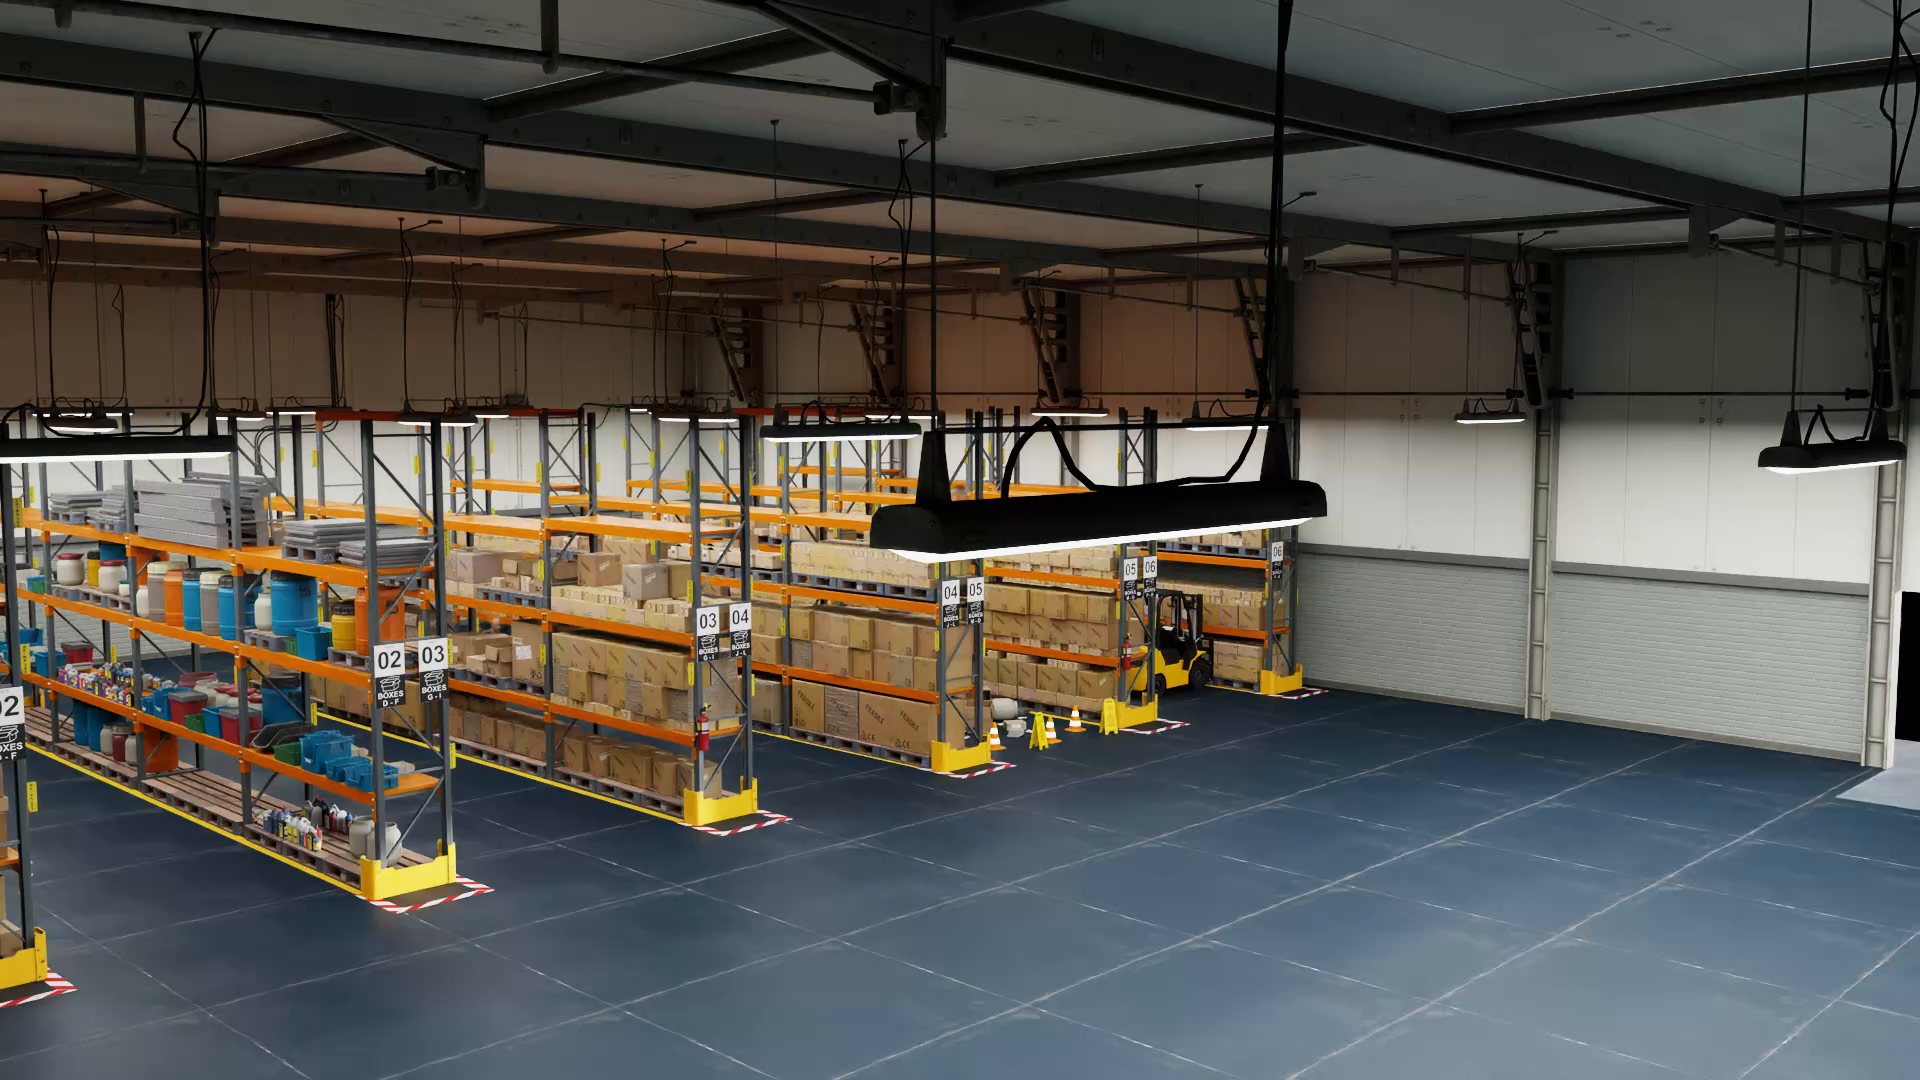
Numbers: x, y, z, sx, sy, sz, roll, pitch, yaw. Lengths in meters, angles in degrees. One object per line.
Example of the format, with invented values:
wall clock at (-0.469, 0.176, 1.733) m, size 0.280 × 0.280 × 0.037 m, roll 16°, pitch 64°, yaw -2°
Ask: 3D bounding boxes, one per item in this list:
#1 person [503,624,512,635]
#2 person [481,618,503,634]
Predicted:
person at (-10.961, 1.944, 40.665) m, size 0.915 × 1.583 × 0.547 m, roll -3°, pitch 6°, yaw -27°
person at (-9.939, 2.422, 34.956) m, size 0.895 × 1.631 × 0.742 m, roll 2°, pitch 5°, yaw 21°
